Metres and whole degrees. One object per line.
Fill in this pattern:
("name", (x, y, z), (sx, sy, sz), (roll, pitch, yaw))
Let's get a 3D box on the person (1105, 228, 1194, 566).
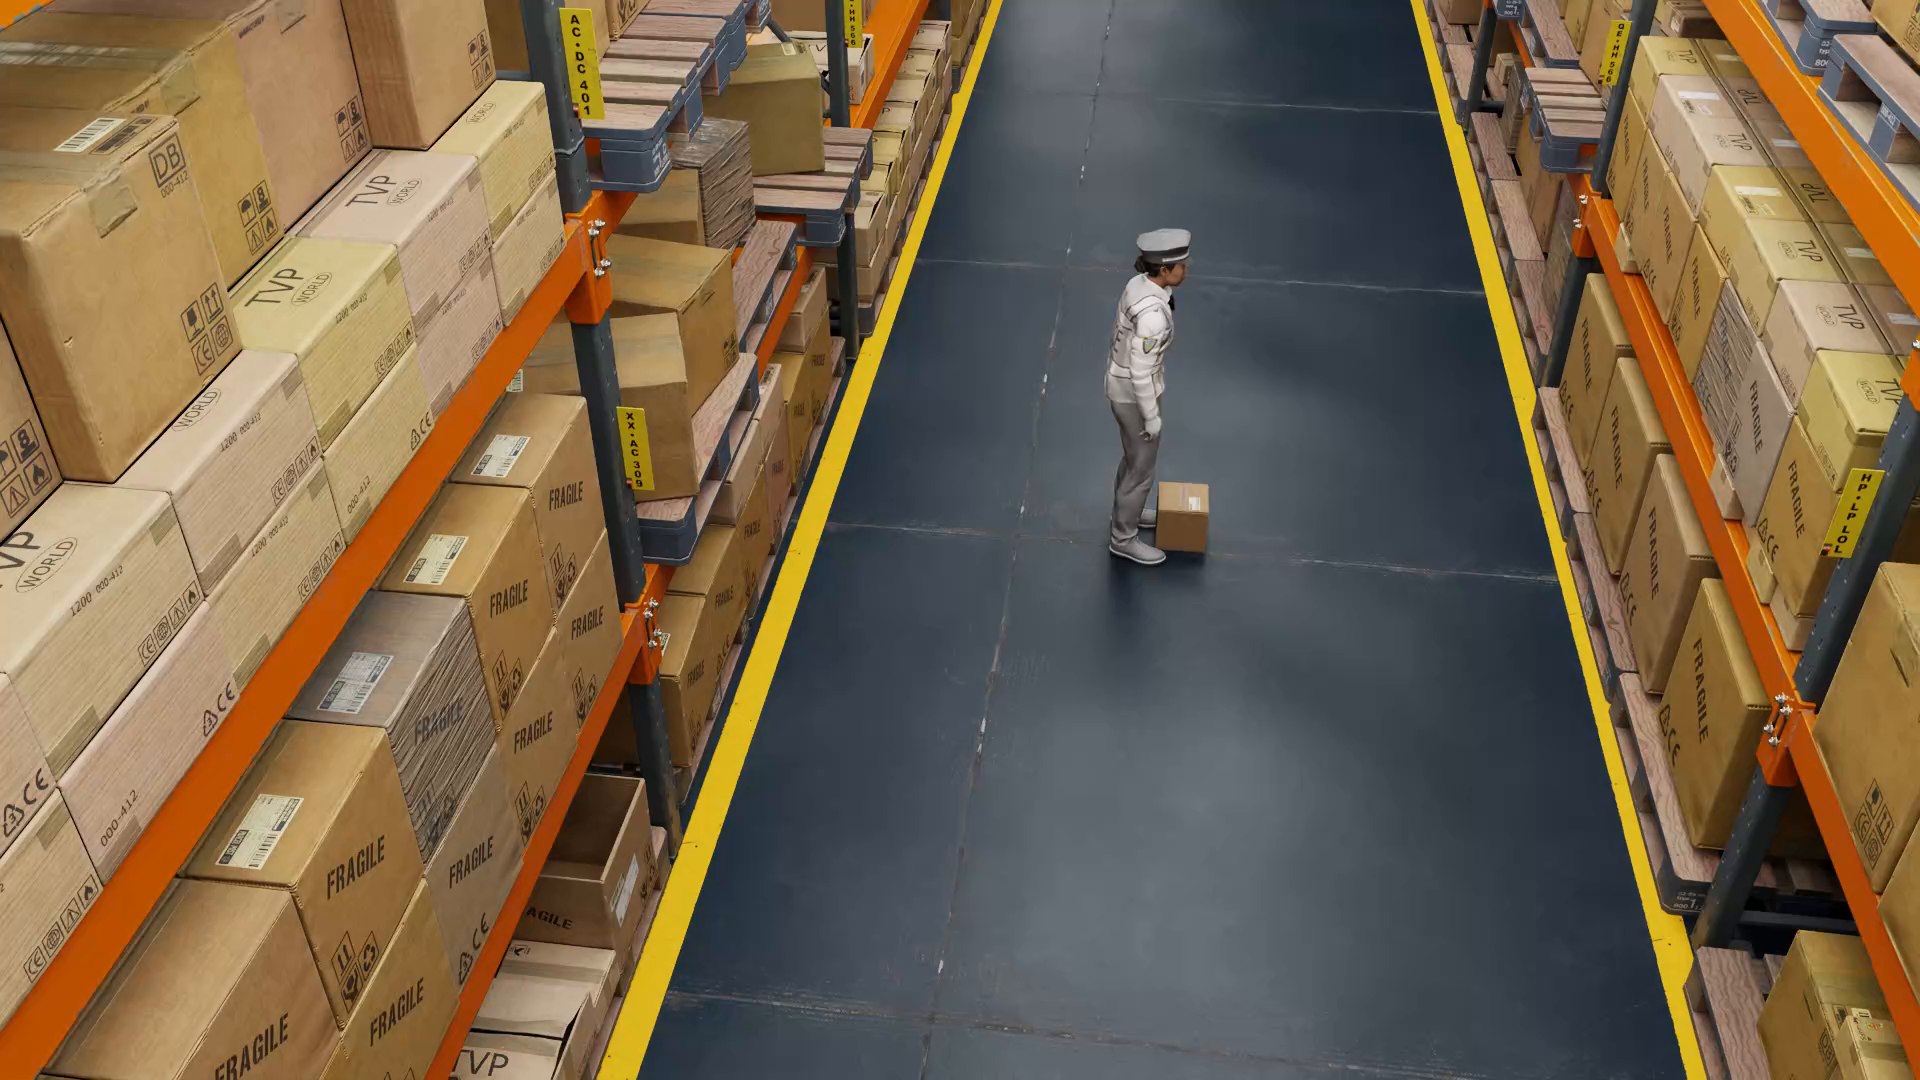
("person", (0.879, -0.704, 7.989), (0.370, 1.667, 0.547), (3, 36, 3))
